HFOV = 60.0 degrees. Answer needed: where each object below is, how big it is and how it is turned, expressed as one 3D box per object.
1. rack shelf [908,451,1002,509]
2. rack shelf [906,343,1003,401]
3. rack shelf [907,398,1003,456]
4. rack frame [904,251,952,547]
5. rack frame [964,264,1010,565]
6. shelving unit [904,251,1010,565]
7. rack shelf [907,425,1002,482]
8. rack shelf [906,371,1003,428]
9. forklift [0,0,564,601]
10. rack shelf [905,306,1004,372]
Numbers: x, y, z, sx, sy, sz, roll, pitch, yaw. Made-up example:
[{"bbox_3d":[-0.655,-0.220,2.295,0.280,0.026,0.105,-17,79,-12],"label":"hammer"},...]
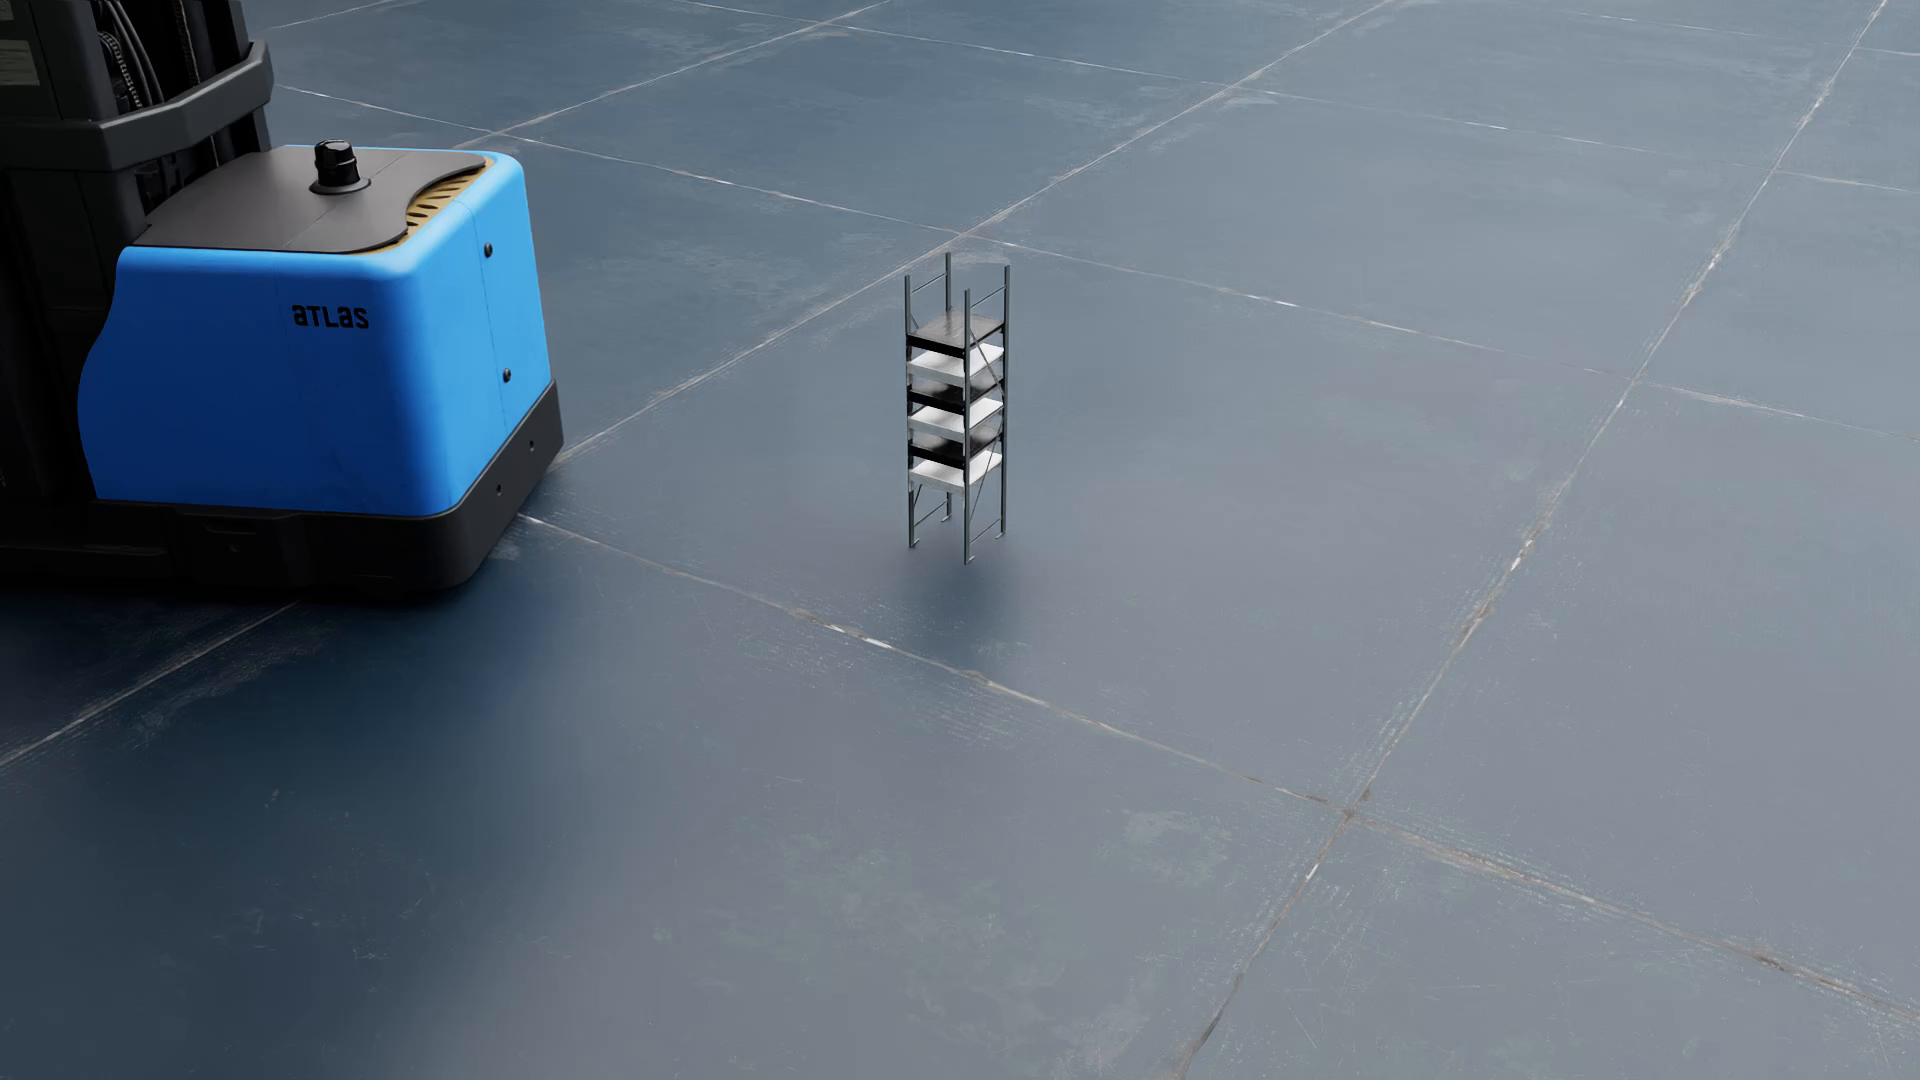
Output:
[{"bbox_3d":[-0.007,-0.207,5.134,0.200,0.077,0.258,18,35,27],"label":"rack shelf"},{"bbox_3d":[-0.007,-0.518,4.953,0.200,0.077,0.258,18,35,27],"label":"rack shelf"},{"bbox_3d":[-0.007,-0.362,5.044,0.200,0.077,0.258,18,35,27],"label":"rack shelf"},{"bbox_3d":[-0.093,-0.418,5.074,0.006,0.900,0.240,18,35,27],"label":"rack frame"},{"bbox_3d":[0.079,-0.364,4.980,0.006,0.900,0.240,18,35,27],"label":"rack frame"},{"bbox_3d":[-0.007,-0.391,5.027,0.210,0.900,0.258,18,35,27],"label":"shelving unit"},{"bbox_3d":[-0.007,-0.284,5.089,0.200,0.077,0.258,18,35,27],"label":"rack shelf"},{"bbox_3d":[-0.007,-0.440,4.998,0.200,0.077,0.258,18,35,27],"label":"rack shelf"},{"bbox_3d":[-2.902,-1.397,4.737,3.031,2.935,1.130,3,30,5],"label":"forklift"},{"bbox_3d":[-0.007,-0.595,4.908,0.200,0.077,0.258,18,35,27],"label":"rack shelf"}]
